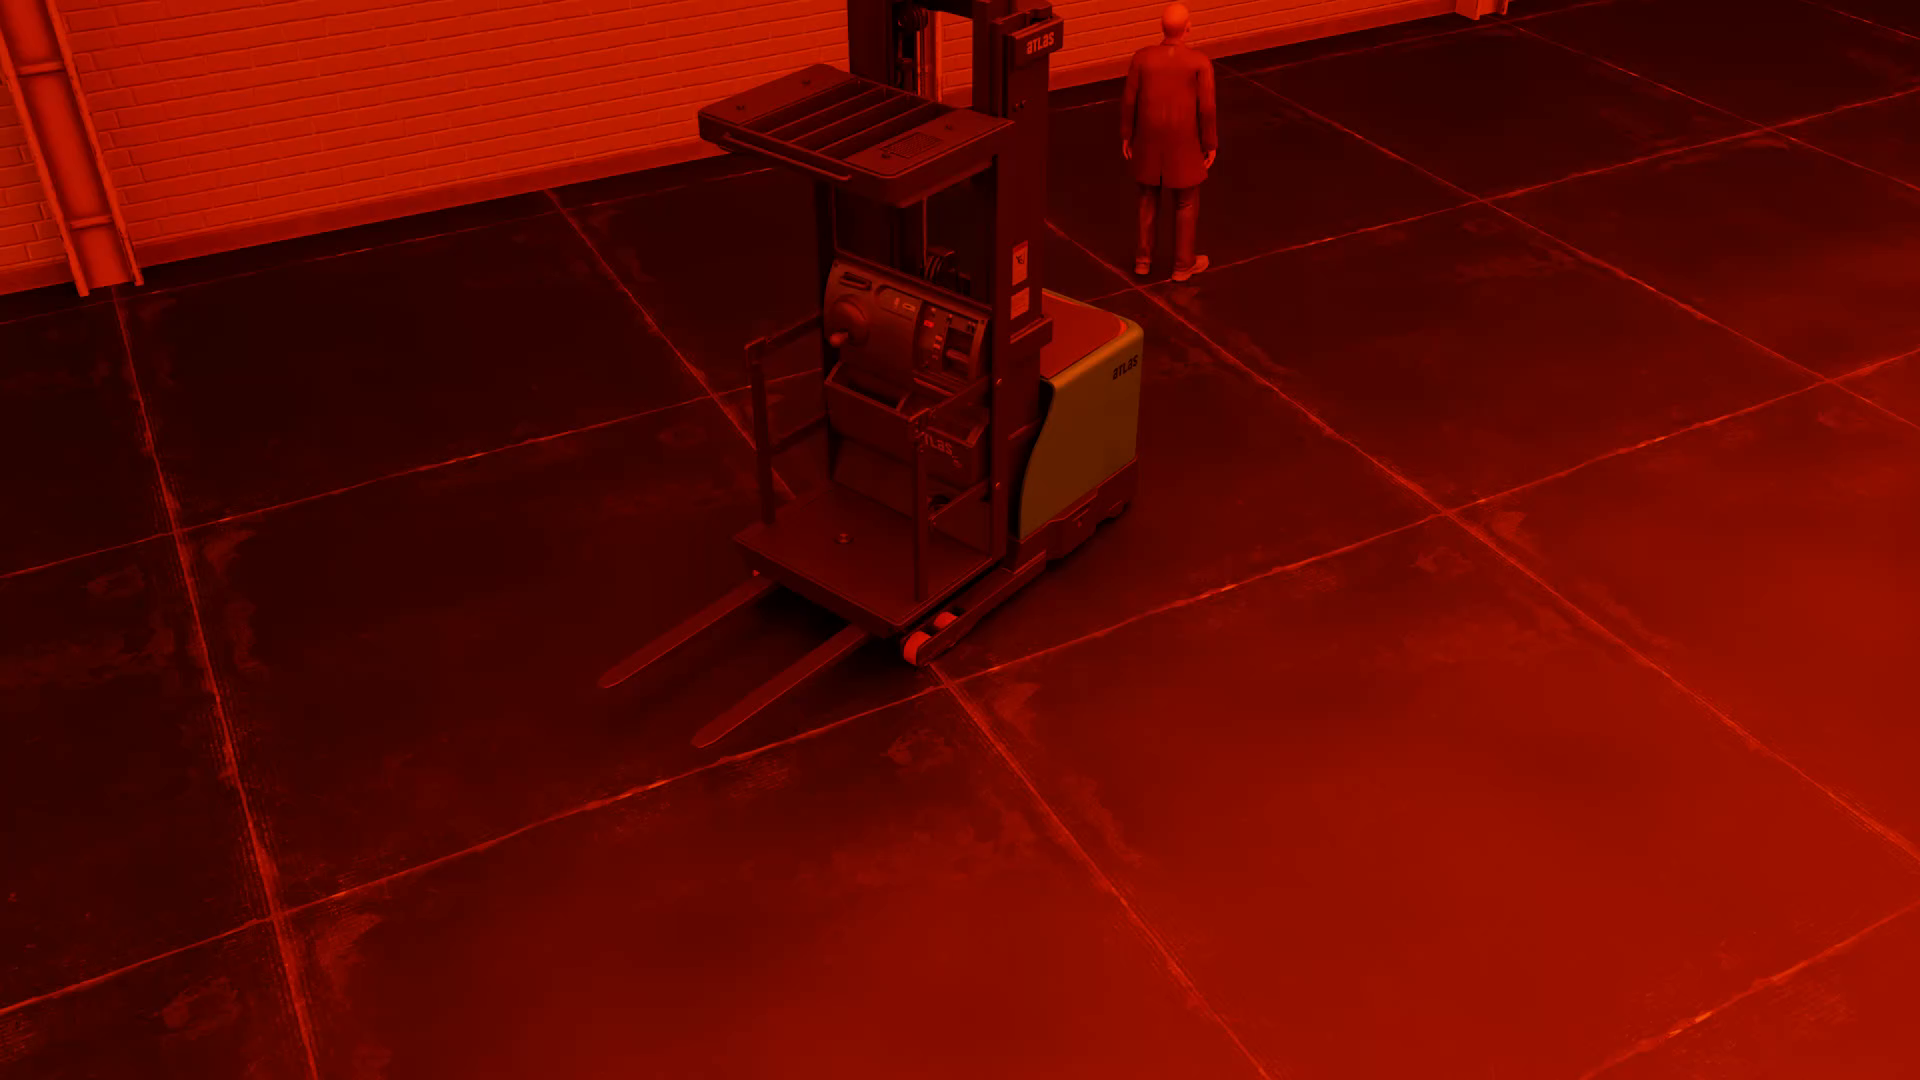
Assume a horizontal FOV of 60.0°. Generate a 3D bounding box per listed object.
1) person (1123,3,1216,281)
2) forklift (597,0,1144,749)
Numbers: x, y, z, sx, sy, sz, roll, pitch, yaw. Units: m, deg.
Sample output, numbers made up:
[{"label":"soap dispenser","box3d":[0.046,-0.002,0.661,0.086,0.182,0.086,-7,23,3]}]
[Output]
[{"label":"person","box3d":[1.356,-2.574,10.766,0.610,1.774,0.385,13,37,18]},{"label":"forklift","box3d":[-0.389,-0.901,7.453,1.129,2.867,3.031,26,43,31]}]
